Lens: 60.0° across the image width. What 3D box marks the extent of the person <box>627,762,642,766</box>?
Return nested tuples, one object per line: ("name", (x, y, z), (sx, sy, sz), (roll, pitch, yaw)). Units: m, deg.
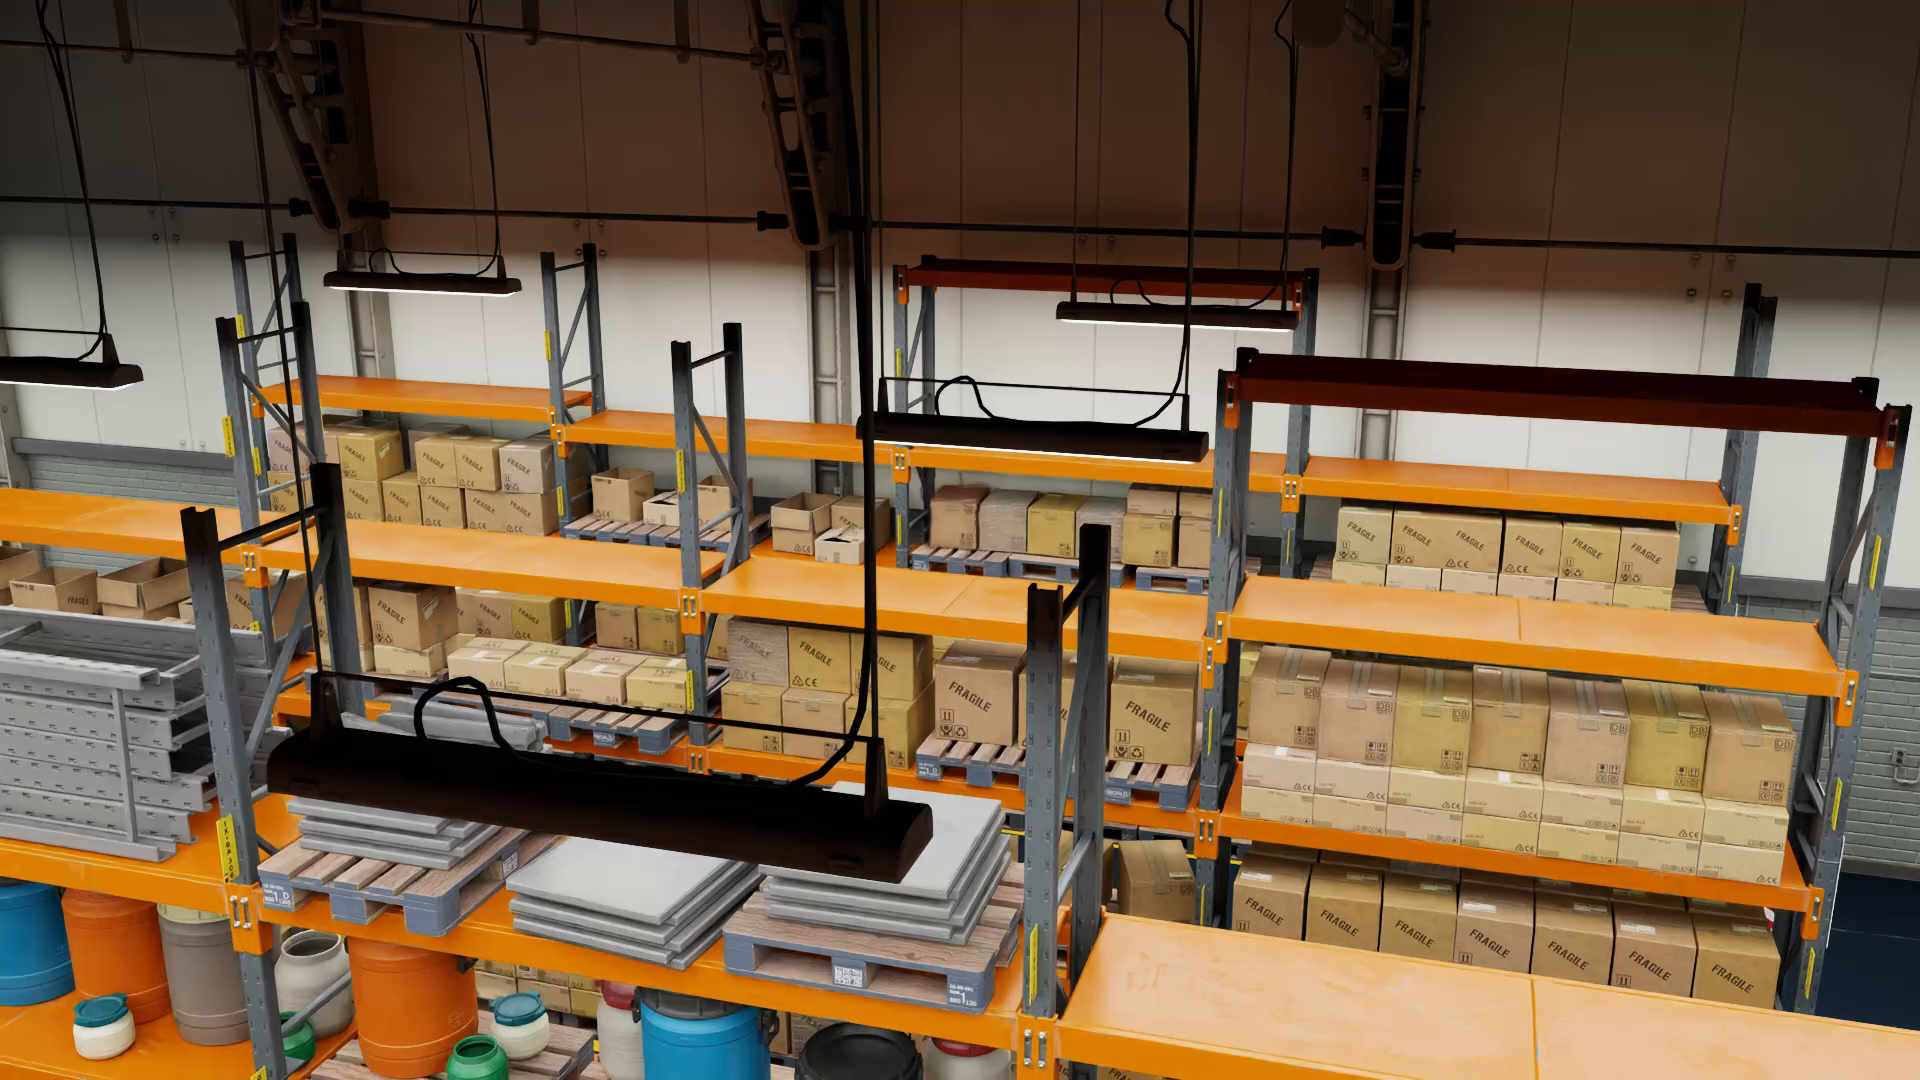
("person", (-3.123, 2.861, 15.968), (0.469, 1.622, 0.465), (6, 17, 20))
